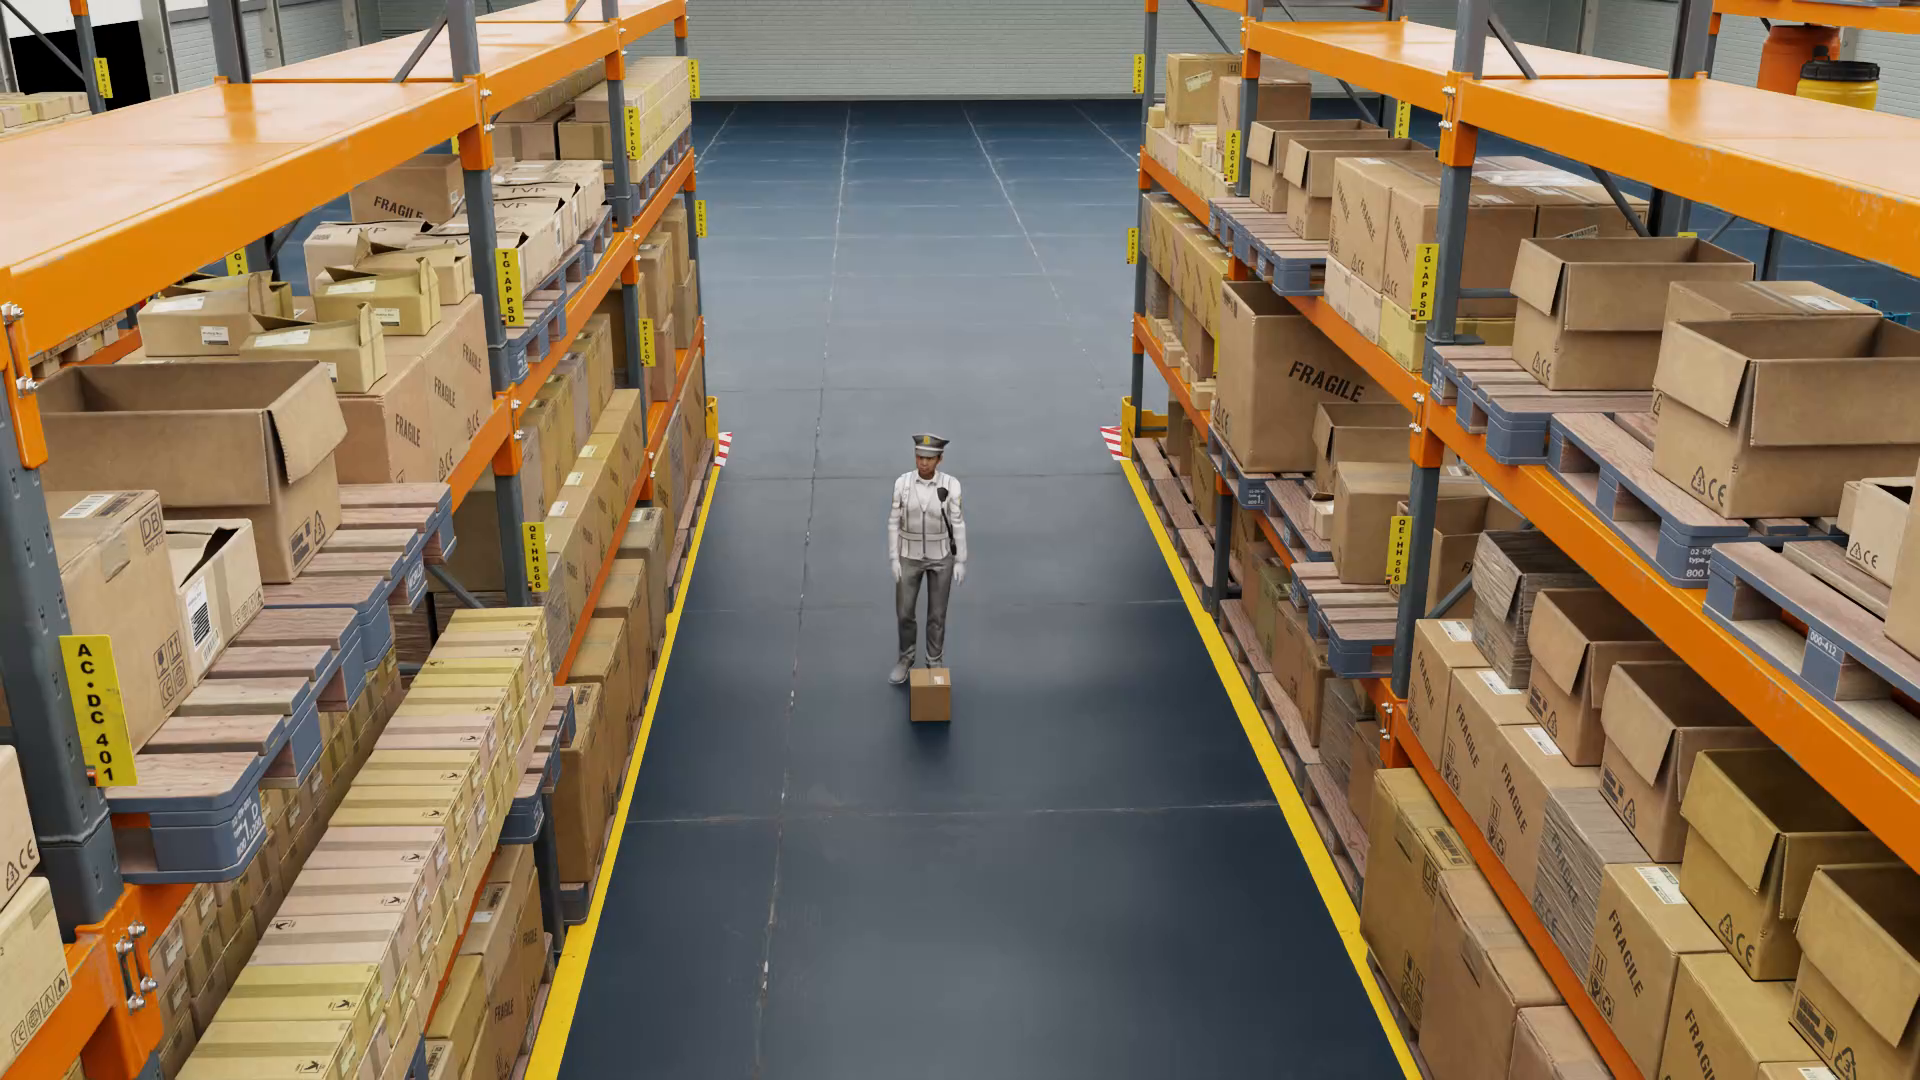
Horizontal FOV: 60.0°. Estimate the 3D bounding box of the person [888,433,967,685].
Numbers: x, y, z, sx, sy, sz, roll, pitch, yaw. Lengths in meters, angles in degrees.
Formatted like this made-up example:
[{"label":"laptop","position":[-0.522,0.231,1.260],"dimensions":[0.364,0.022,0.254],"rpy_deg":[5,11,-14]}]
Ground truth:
[{"label":"person","position":[-0.215,0.127,10.691],"dimensions":[0.521,1.710,0.350],"rpy_deg":[1,21,2]}]
